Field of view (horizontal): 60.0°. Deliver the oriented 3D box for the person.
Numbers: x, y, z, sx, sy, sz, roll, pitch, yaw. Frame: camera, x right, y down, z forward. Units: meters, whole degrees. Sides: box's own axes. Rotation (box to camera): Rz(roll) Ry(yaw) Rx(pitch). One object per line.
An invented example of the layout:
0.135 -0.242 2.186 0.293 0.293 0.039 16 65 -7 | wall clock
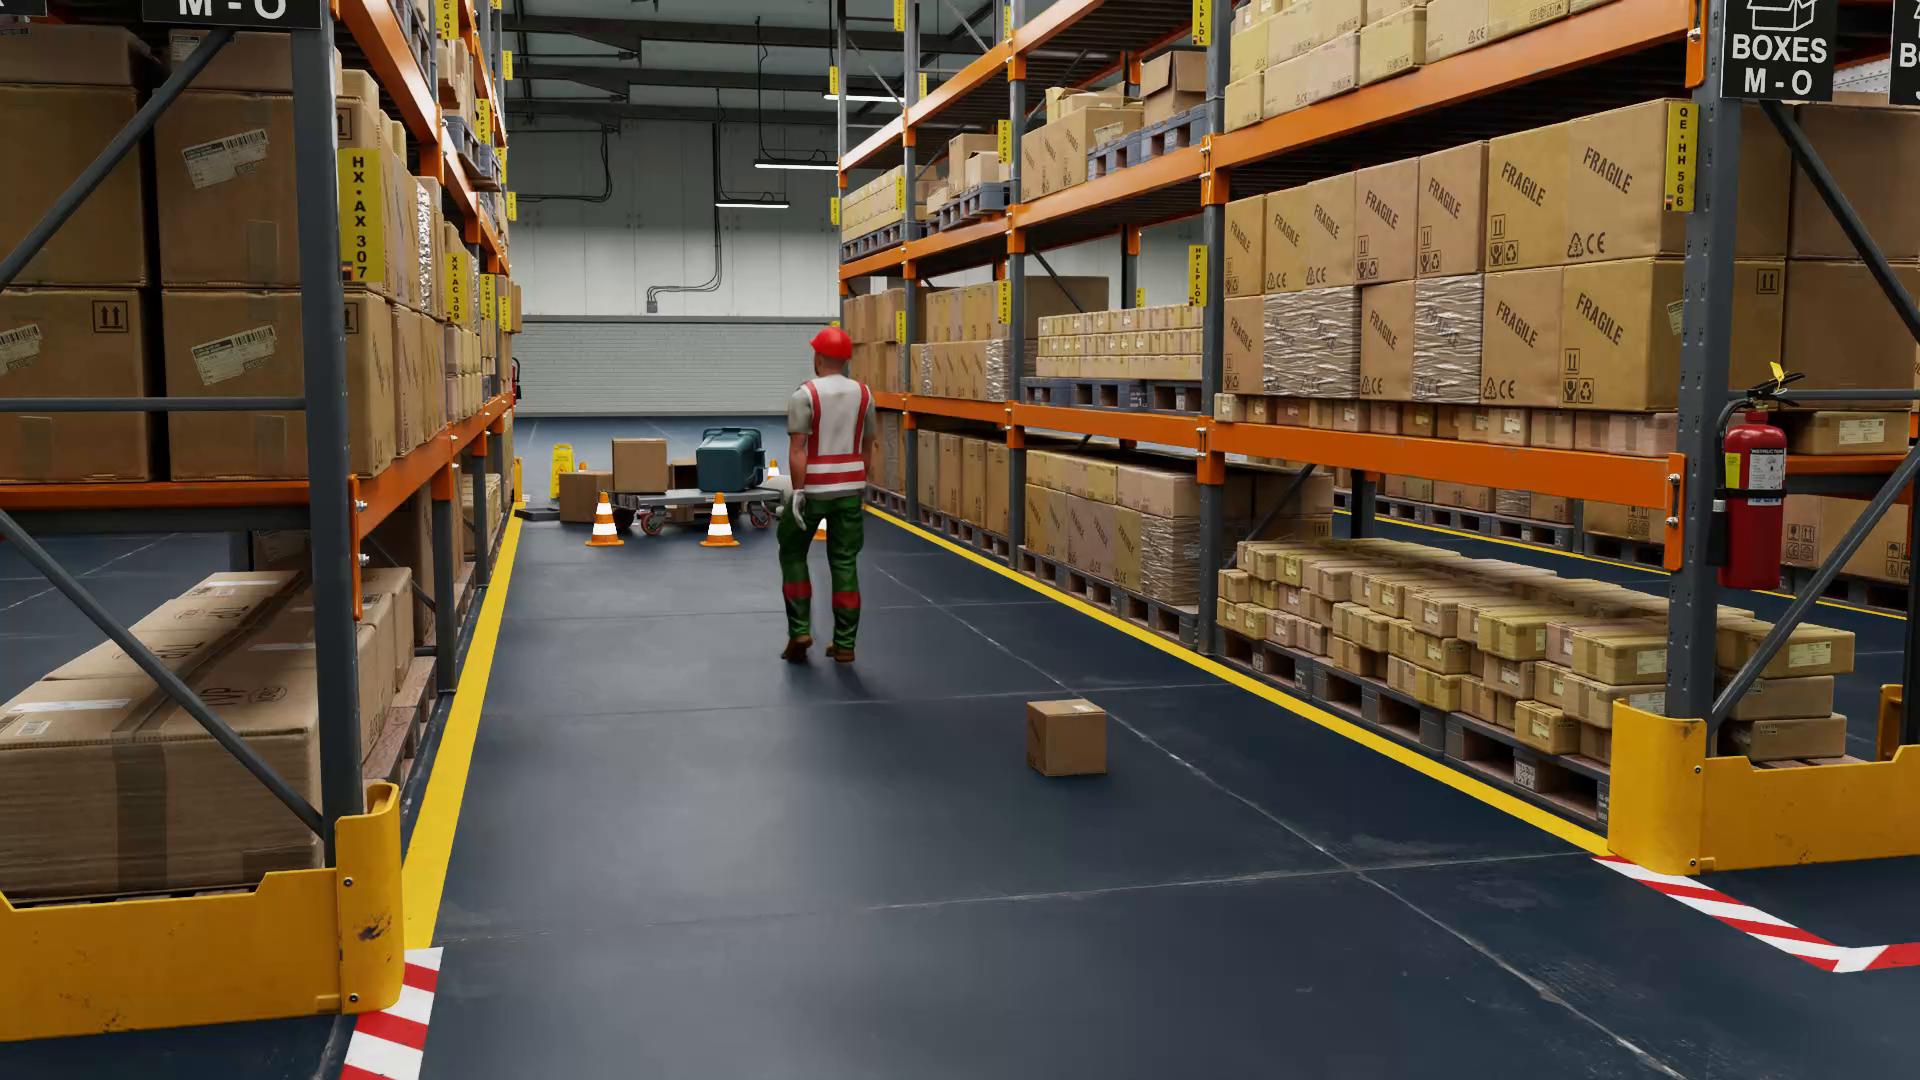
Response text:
-0.718 -0.222 8.947 0.538 1.841 0.528 -3 7 -25 | person
